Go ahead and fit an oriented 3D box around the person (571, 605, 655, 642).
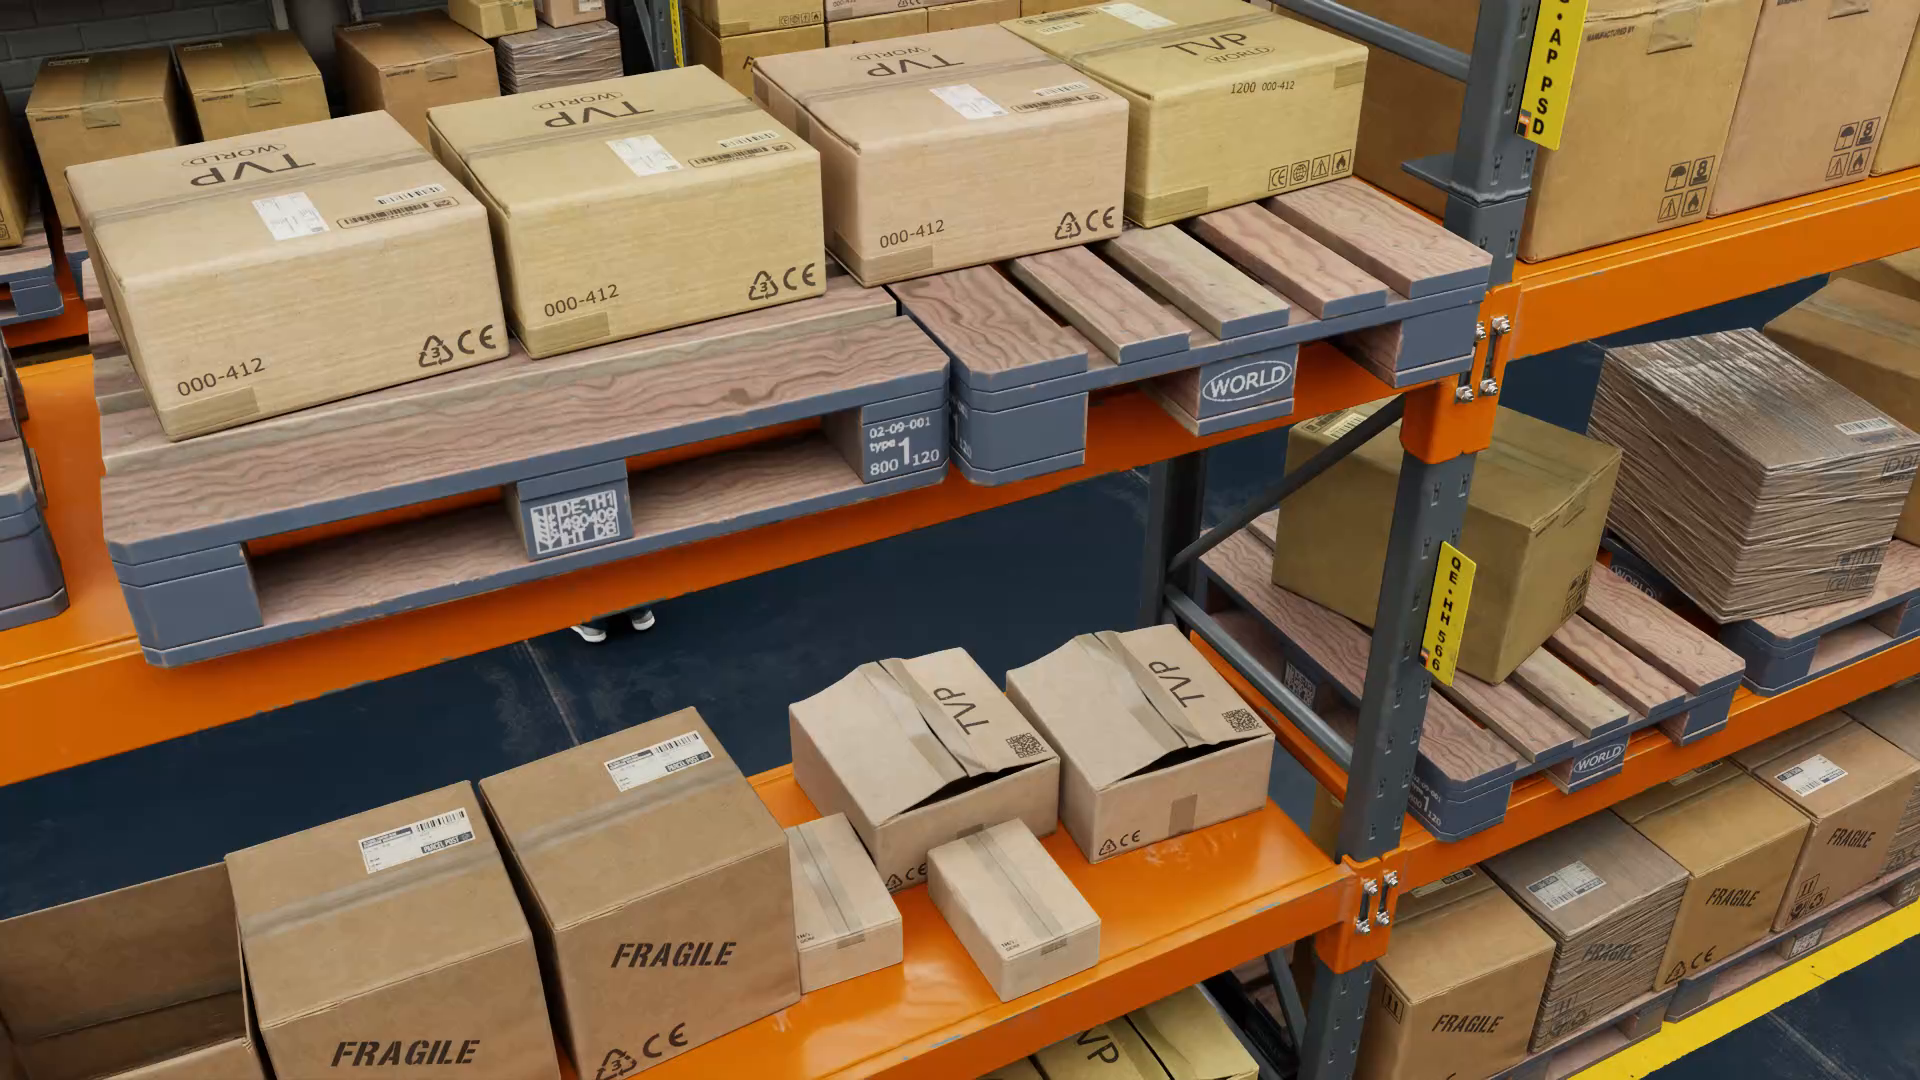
[{"bbox_3d":[-1.546,0.005,6.985,0.420,0.699,0.866,-17,37,-24],"label":"person"}]
